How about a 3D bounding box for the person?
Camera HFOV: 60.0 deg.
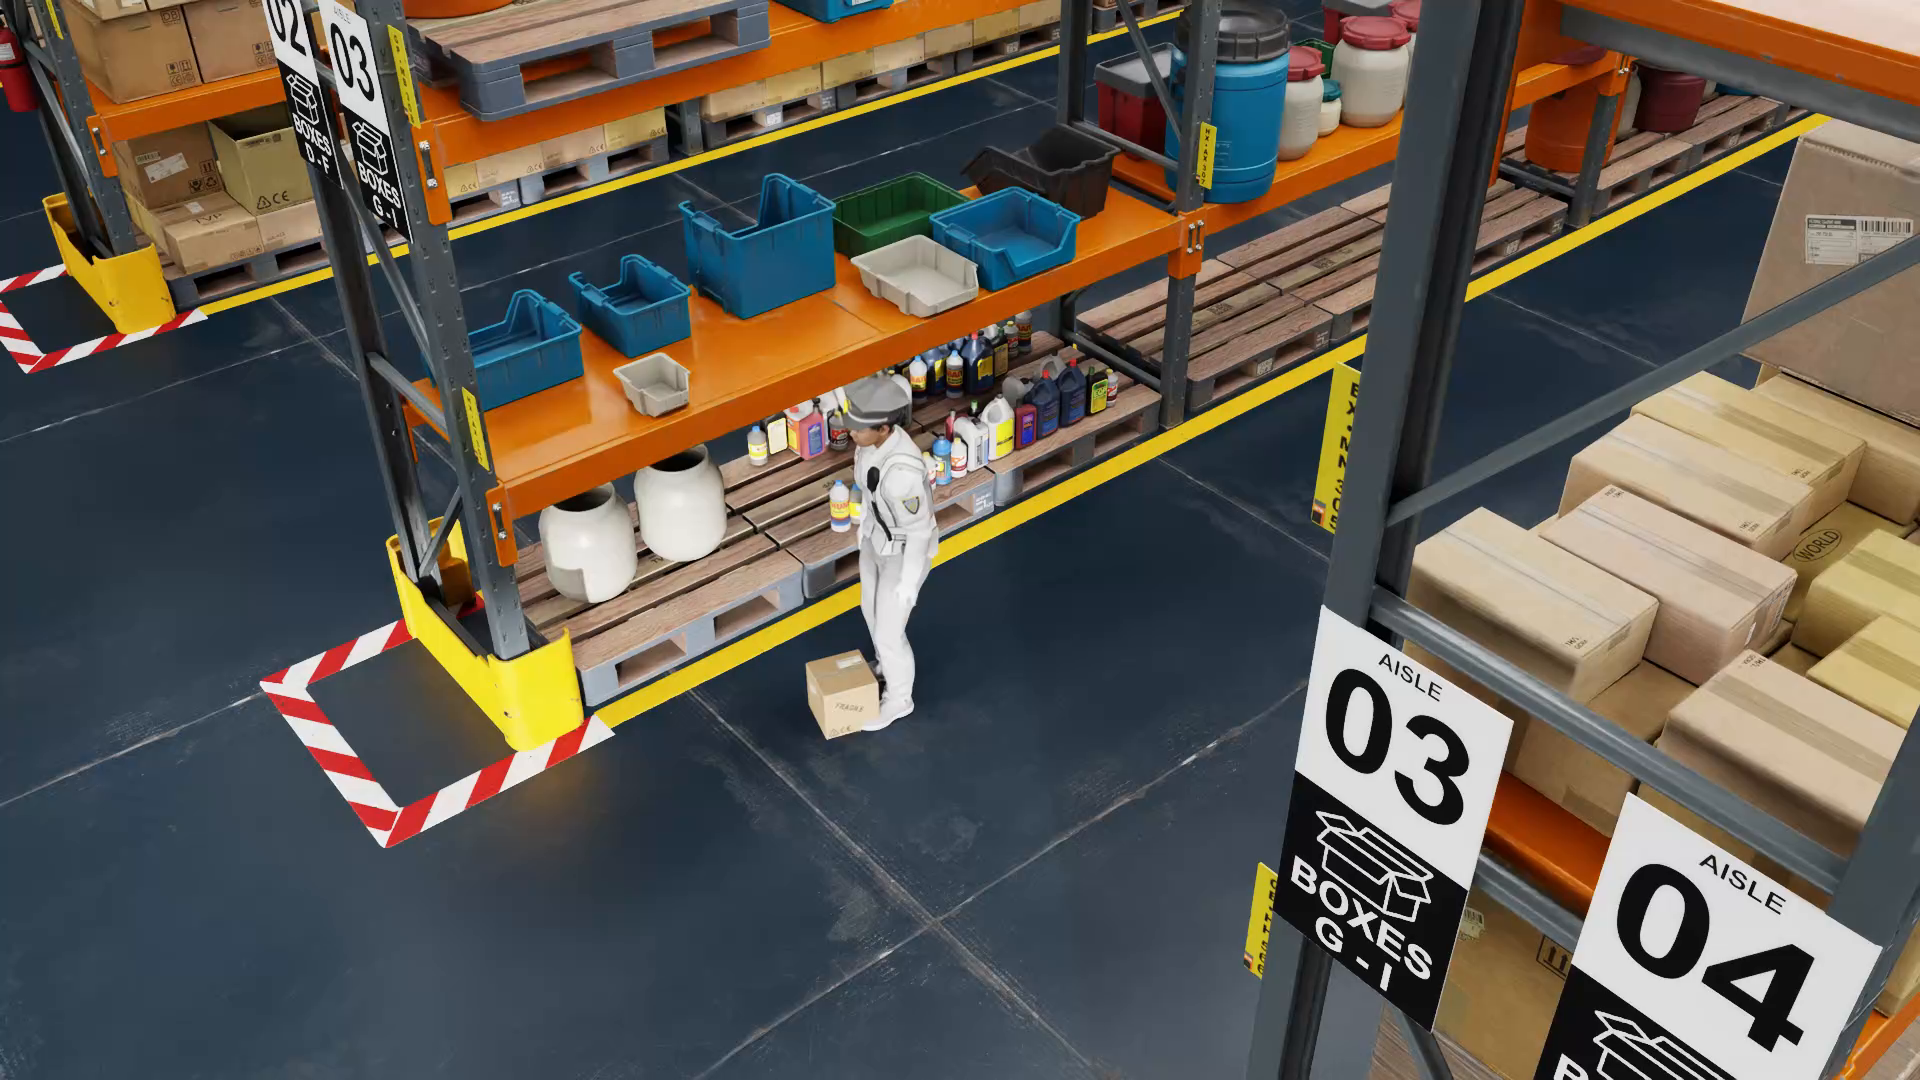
[{"bbox_3d":[-0.311,0.059,6.993,0.414,1.662,0.529,-15,39,-19],"label":"person"}]
